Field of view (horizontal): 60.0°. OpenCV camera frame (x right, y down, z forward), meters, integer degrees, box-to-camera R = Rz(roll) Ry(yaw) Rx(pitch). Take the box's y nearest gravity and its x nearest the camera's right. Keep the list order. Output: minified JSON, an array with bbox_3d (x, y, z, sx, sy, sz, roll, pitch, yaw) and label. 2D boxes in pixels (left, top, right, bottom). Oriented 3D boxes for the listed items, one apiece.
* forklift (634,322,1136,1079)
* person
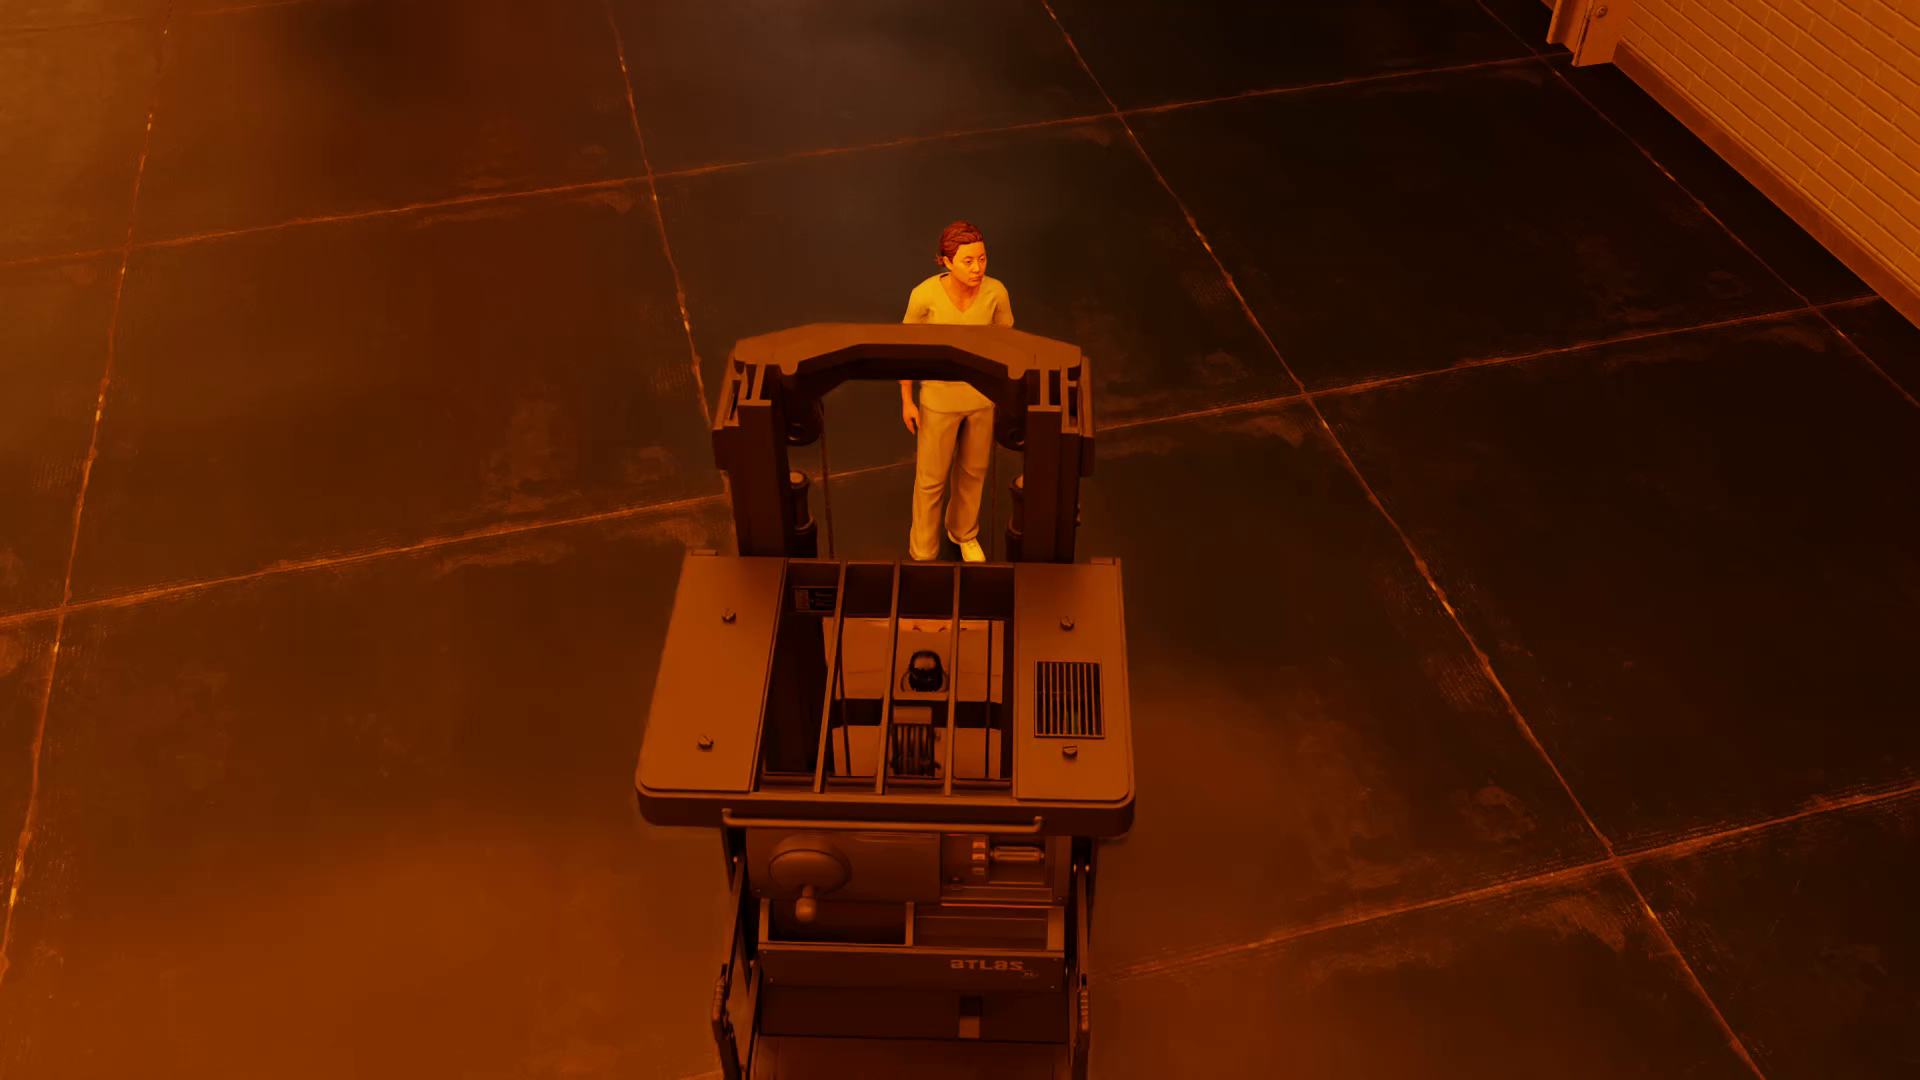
[{"bbox_3d":[-0.151,0.989,4.599,1.130,2.935,3.031,1,43,1],"label":"forklift"},{"bbox_3d":[0.006,-0.563,7.145,0.550,1.675,0.549,-10,44,-11],"label":"person"}]
